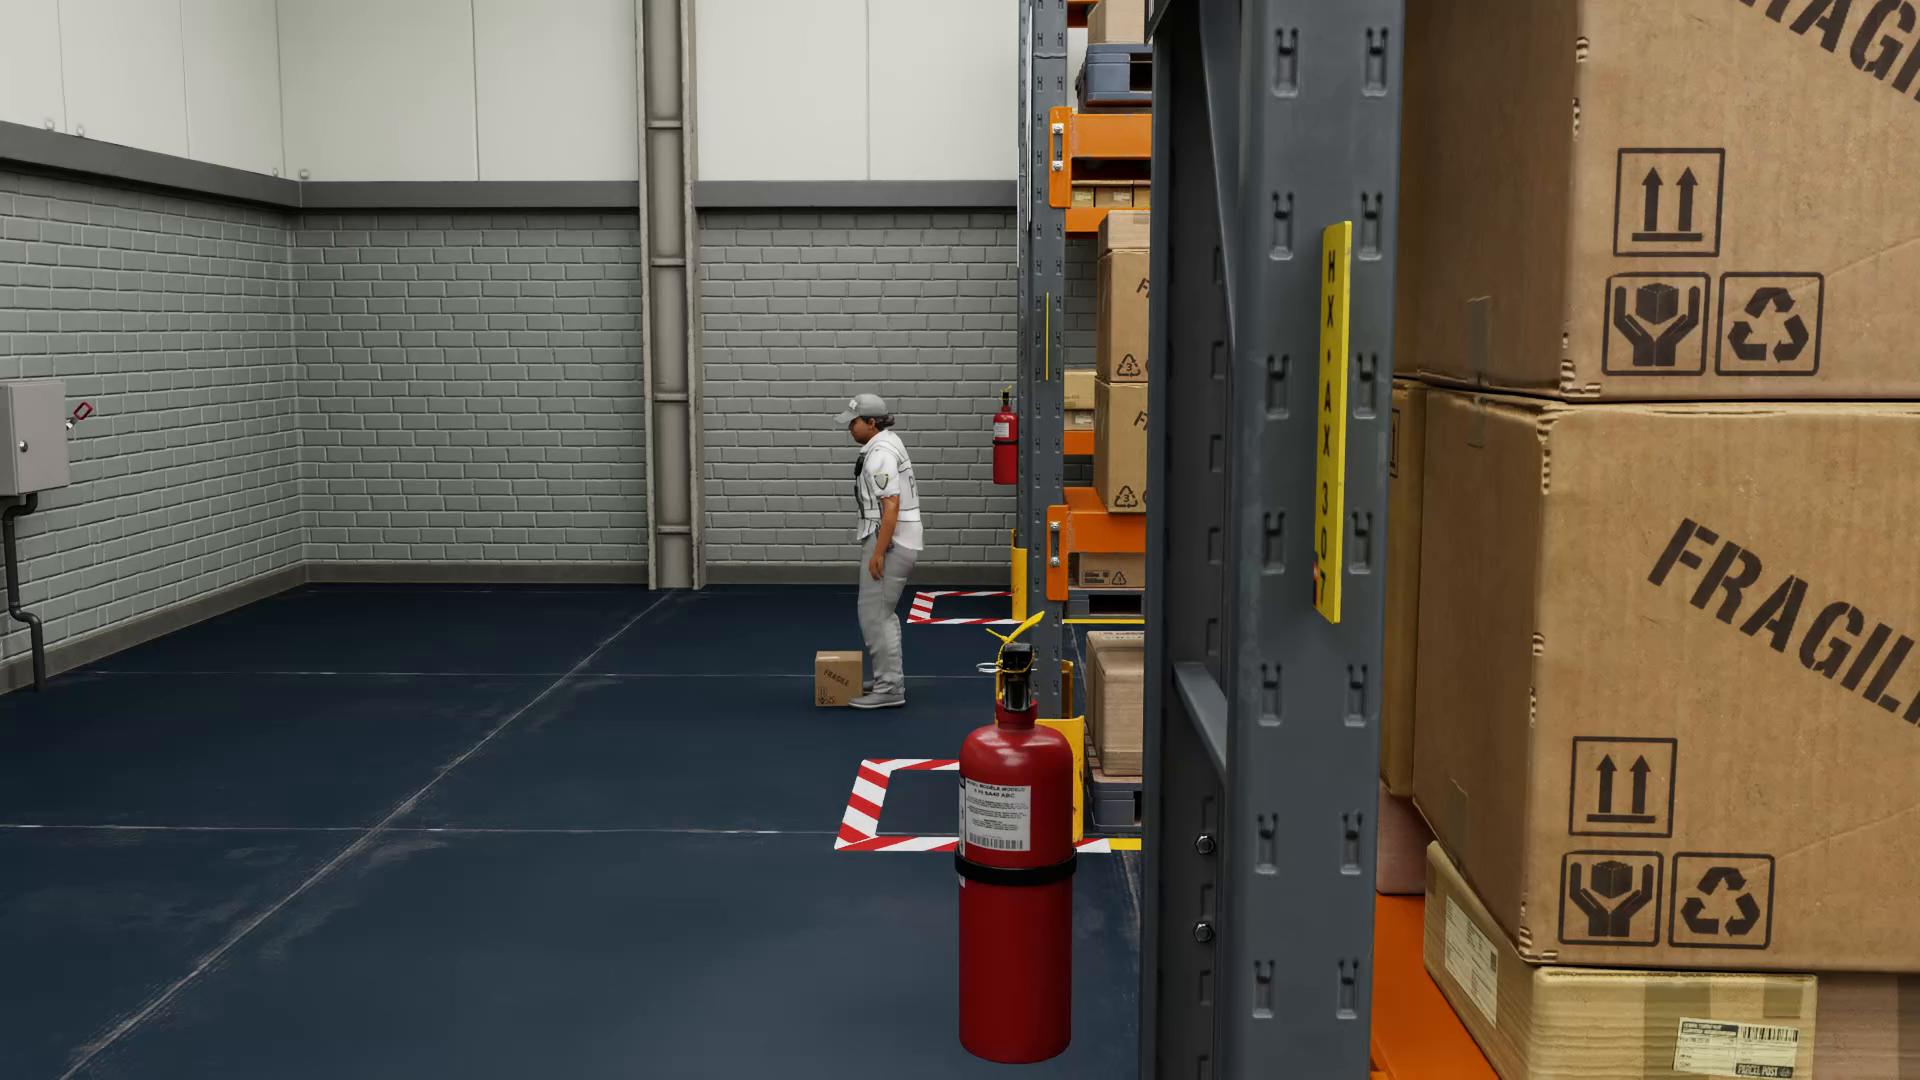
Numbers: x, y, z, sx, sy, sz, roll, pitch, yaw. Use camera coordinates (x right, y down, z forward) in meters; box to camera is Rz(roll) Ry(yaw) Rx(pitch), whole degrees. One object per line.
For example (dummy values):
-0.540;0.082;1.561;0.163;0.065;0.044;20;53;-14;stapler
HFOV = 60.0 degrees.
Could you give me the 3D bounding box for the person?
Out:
-0.433;0.047;8.888;0.468;1.665;0.558;0;7;-2;person
